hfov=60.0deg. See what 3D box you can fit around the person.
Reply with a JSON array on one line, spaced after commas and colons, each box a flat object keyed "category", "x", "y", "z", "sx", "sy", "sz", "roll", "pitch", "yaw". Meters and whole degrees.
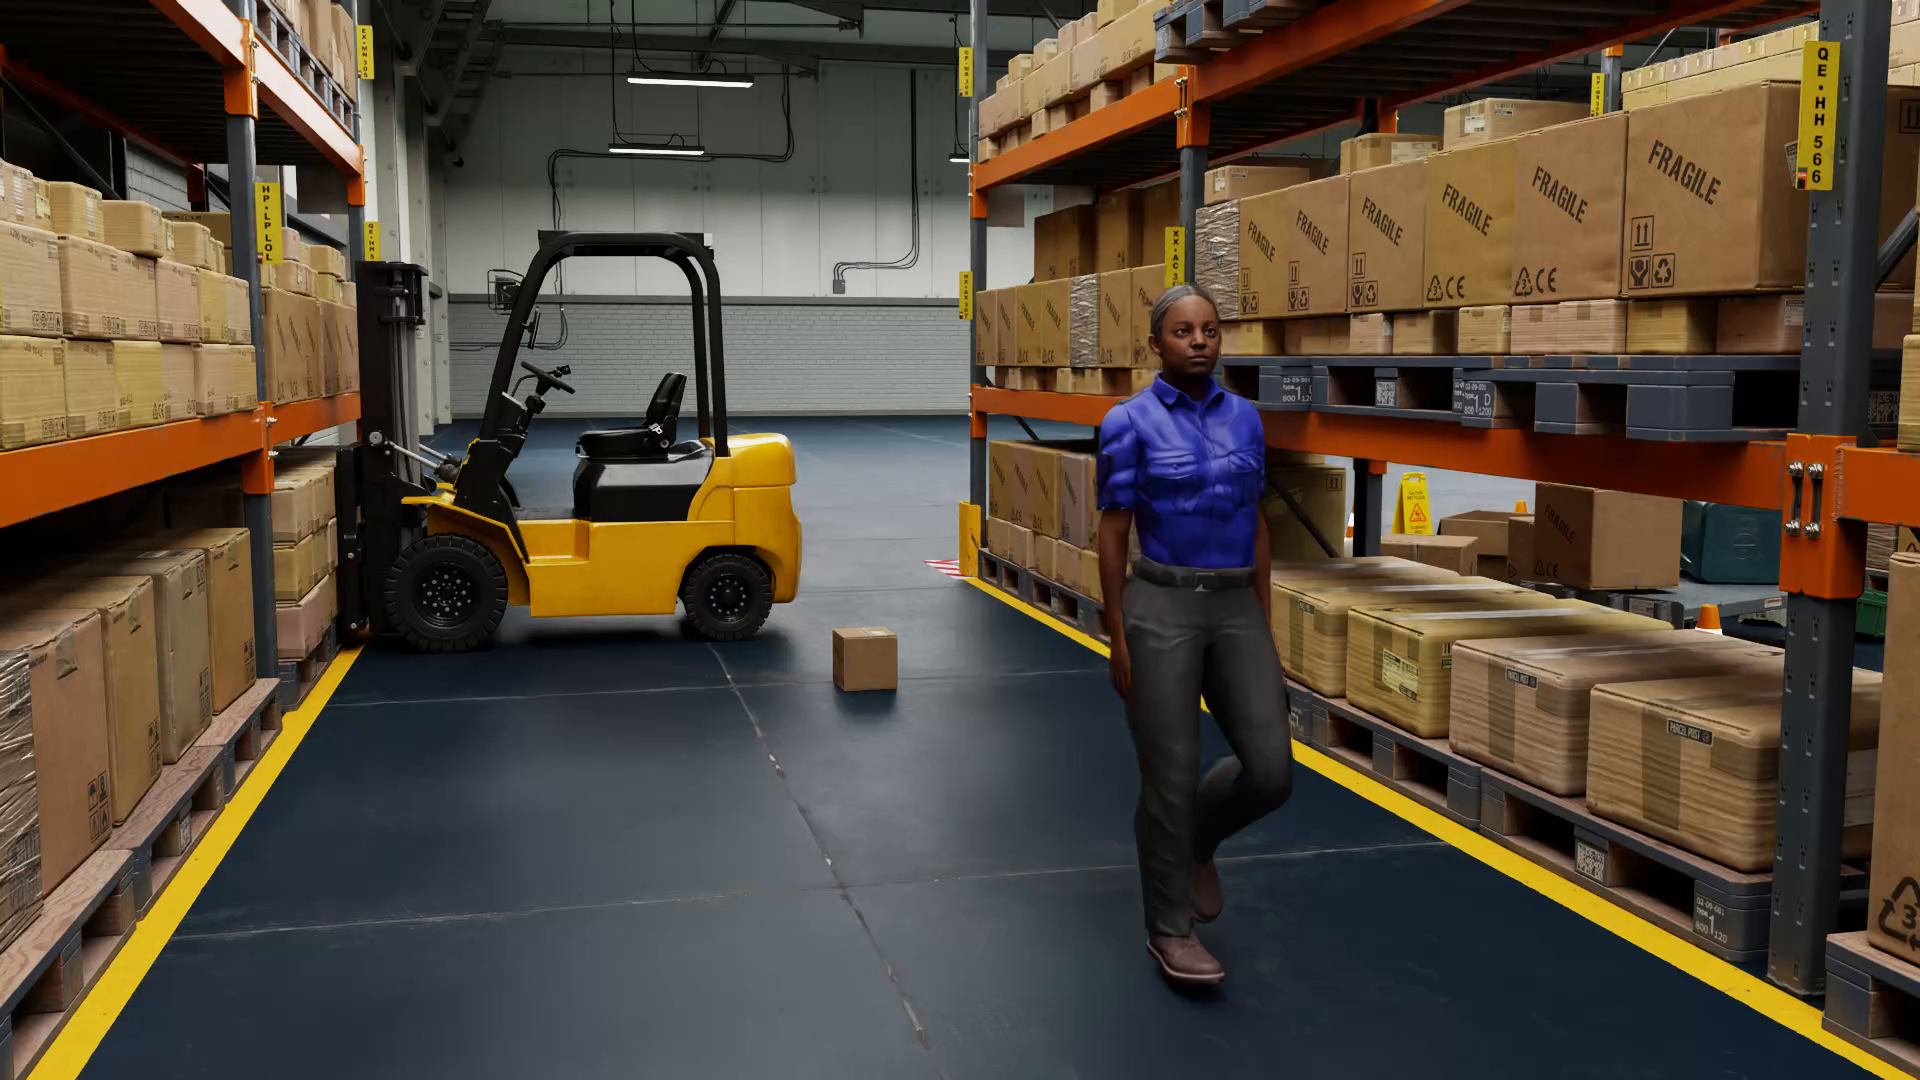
[{"category": "person", "x": 0.551, "y": 0.208, "z": 4.049, "sx": 0.465, "sy": 1.646, "sz": 0.499, "roll": -2, "pitch": 7, "yaw": -18}]
